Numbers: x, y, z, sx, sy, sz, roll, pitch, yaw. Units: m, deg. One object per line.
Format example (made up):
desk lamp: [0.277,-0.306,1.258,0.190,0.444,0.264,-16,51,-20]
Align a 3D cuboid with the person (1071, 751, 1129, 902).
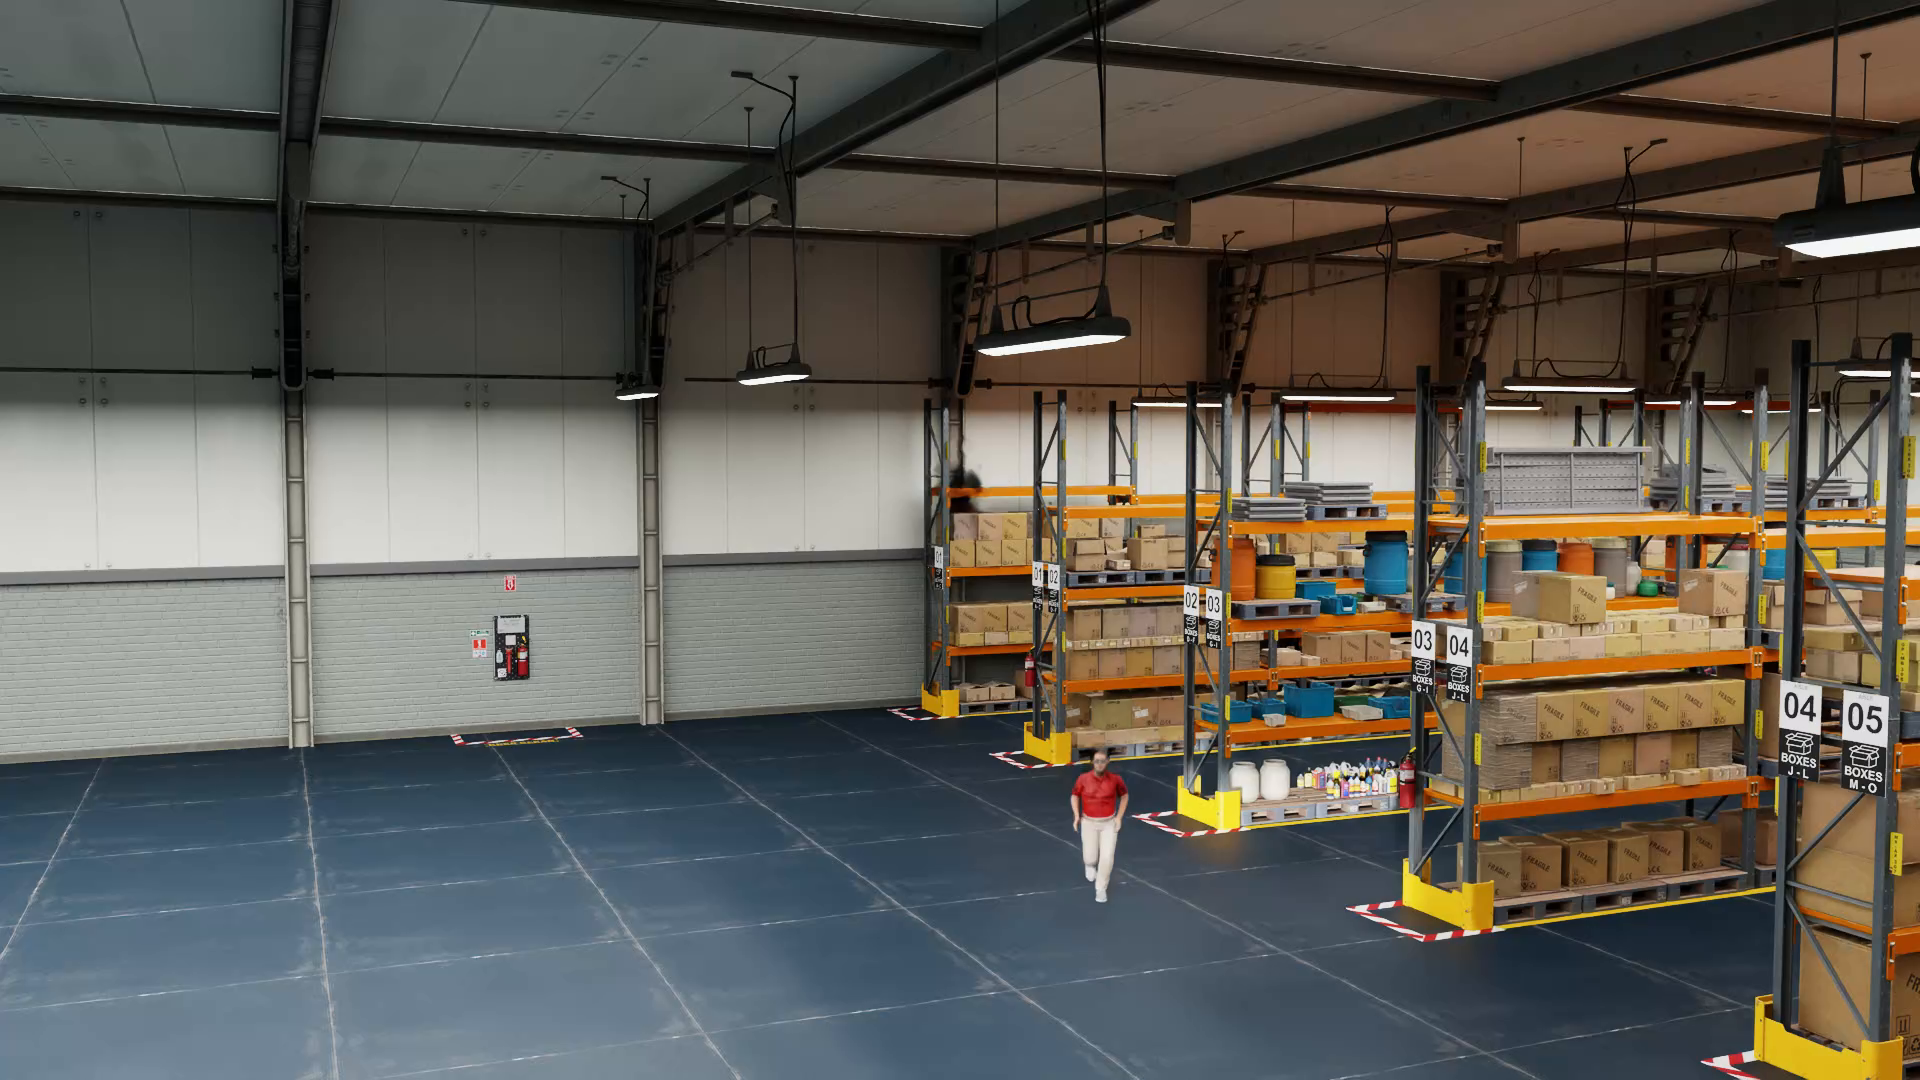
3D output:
person: [1.594,3.221,18.914,0.655,1.685,0.632,0,3,5]
